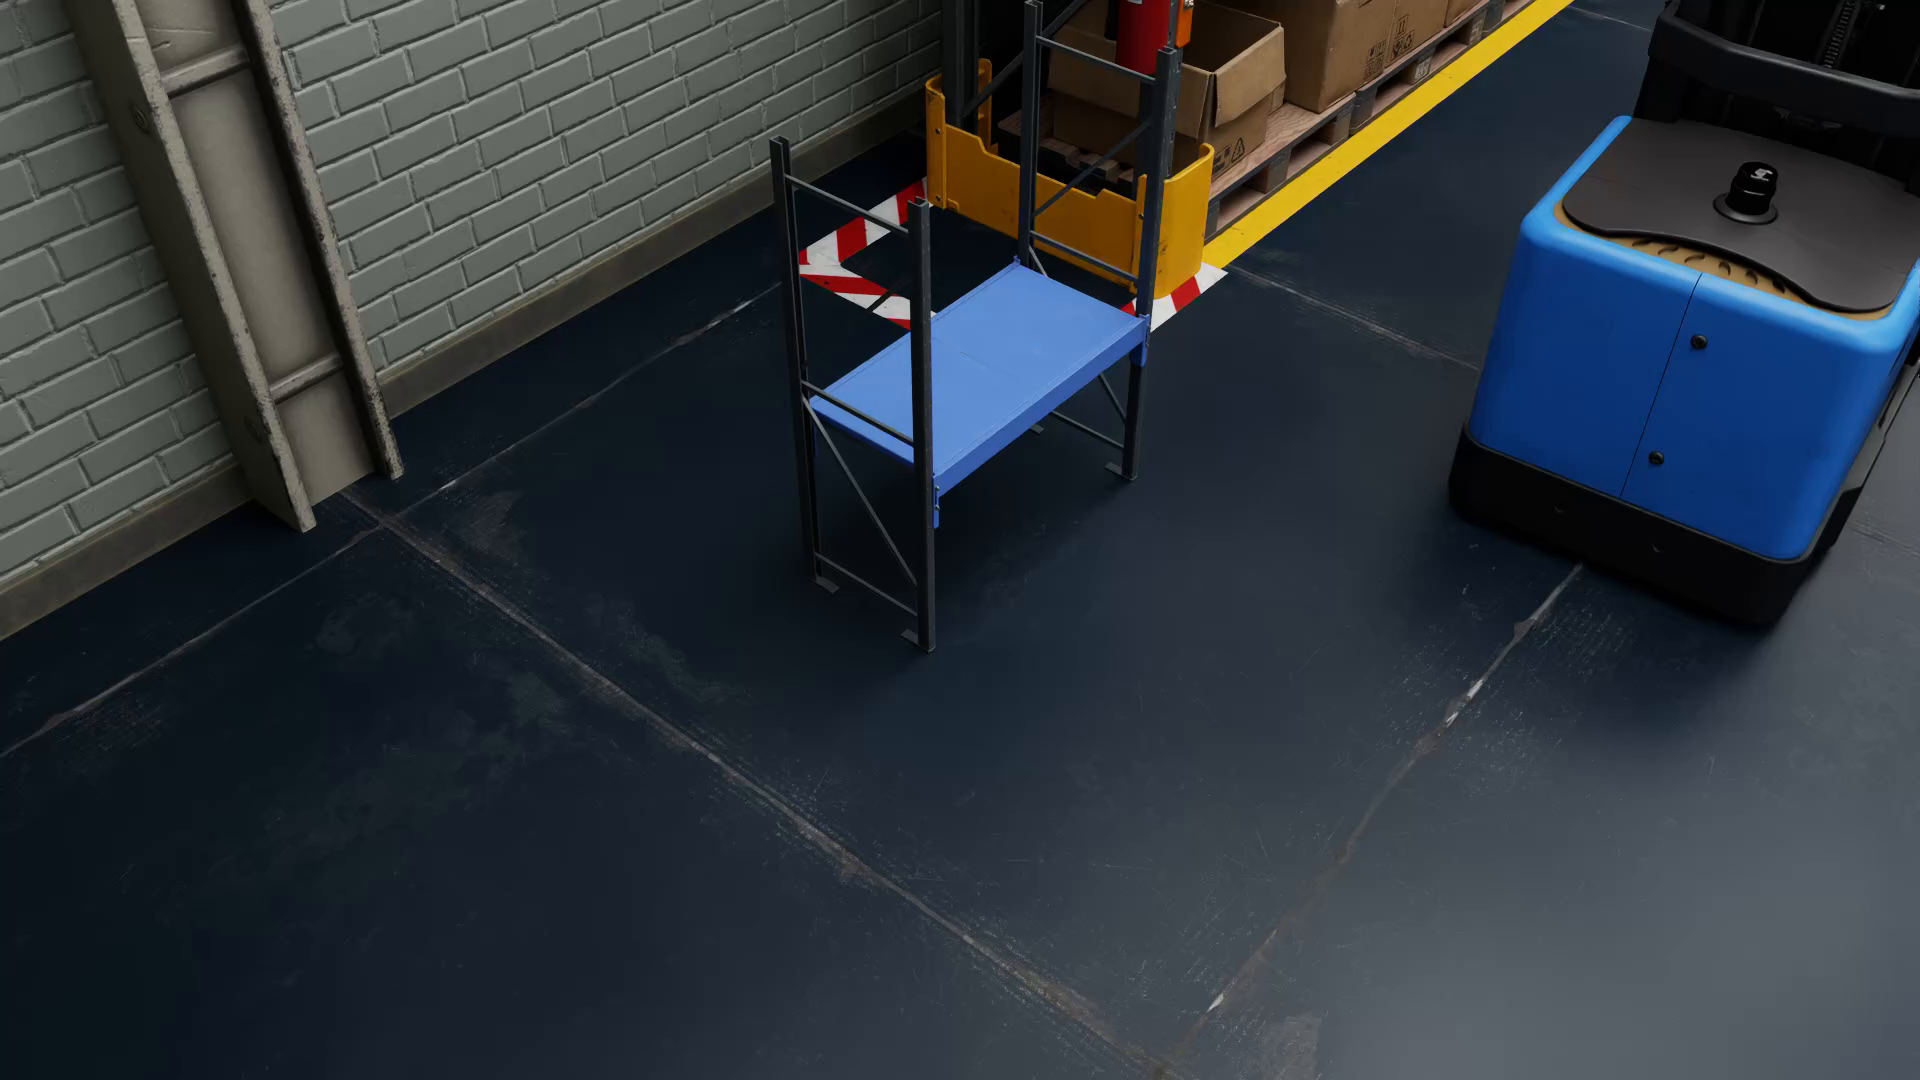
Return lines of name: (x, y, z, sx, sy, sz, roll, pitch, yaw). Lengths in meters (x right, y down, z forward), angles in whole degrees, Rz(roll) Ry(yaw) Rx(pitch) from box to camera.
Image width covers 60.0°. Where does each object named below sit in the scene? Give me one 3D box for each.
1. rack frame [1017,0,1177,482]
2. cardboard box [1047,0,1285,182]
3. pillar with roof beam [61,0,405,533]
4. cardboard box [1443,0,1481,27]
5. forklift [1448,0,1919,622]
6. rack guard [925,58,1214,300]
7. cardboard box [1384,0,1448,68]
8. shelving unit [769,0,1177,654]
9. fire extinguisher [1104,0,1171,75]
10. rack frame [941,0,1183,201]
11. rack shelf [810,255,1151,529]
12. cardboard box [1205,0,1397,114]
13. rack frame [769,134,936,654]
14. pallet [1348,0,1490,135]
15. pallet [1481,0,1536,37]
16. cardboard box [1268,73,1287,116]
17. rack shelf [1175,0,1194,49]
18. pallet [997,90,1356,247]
rack frame: (0.382, -0.861, 5.082, 0.500, 1.500, 0.032, 29, 50, 28)
cardboard box: (0.815, -1.802, 6.546, 0.797, 0.503, 0.637, 28, 49, 27)
pillar with roof beam: (1.218, -1.654, 0.380, 9.100, 9.000, 0.400, 29, 50, 28)
cardboard box: (2.063, -2.759, 7.600, 0.700, 0.500, 0.500, 28, 49, 27)
forklift: (2.839, -1.791, 5.041, 1.130, 2.935, 3.031, 26, 48, 26)
rack guard: (0.397, -1.411, 6.430, 1.175, 0.500, 0.348, 29, 50, 28)
cardboard box: (1.811, -2.453, 7.264, 0.500, 0.500, 0.500, 30, 50, 29)
shelving unit: (0.055, -0.599, 4.794, 0.538, 1.500, 1.048, 29, 50, 28)
fire extinguisher: (0.607, -1.854, 5.394, 0.296, 0.674, 0.183, 29, 50, 28)
rack frame: (0.348, -2.296, 5.546, 1.000, 3.000, 0.127, 29, 50, 28)
rack shelf: (0.055, -0.466, 4.915, 0.538, 0.185, 1.000, 29, 50, 28)
cardboard box: (1.394, -2.224, 7.012, 0.700, 0.500, 0.500, 32, 51, 30)
rack frame: (-0.272, -0.337, 4.506, 0.500, 1.500, 0.032, 29, 50, 28)
pallet: (1.695, -2.340, 7.667, 1.003, 0.211, 1.213, 29, 50, 28)
pallet: (2.480, -2.971, 8.361, 1.003, 0.211, 1.213, 29, 50, 28)
cardboard box: (1.118, -1.873, 6.887, 0.380, 0.149, 0.250, 28, 49, 27)
rack shelf: (1.635, -3.060, 6.920, 1.077, 0.370, 4.000, 29, 50, 28)
pallet: (0.910, -1.715, 6.979, 1.003, 0.211, 1.213, 29, 50, 28)
